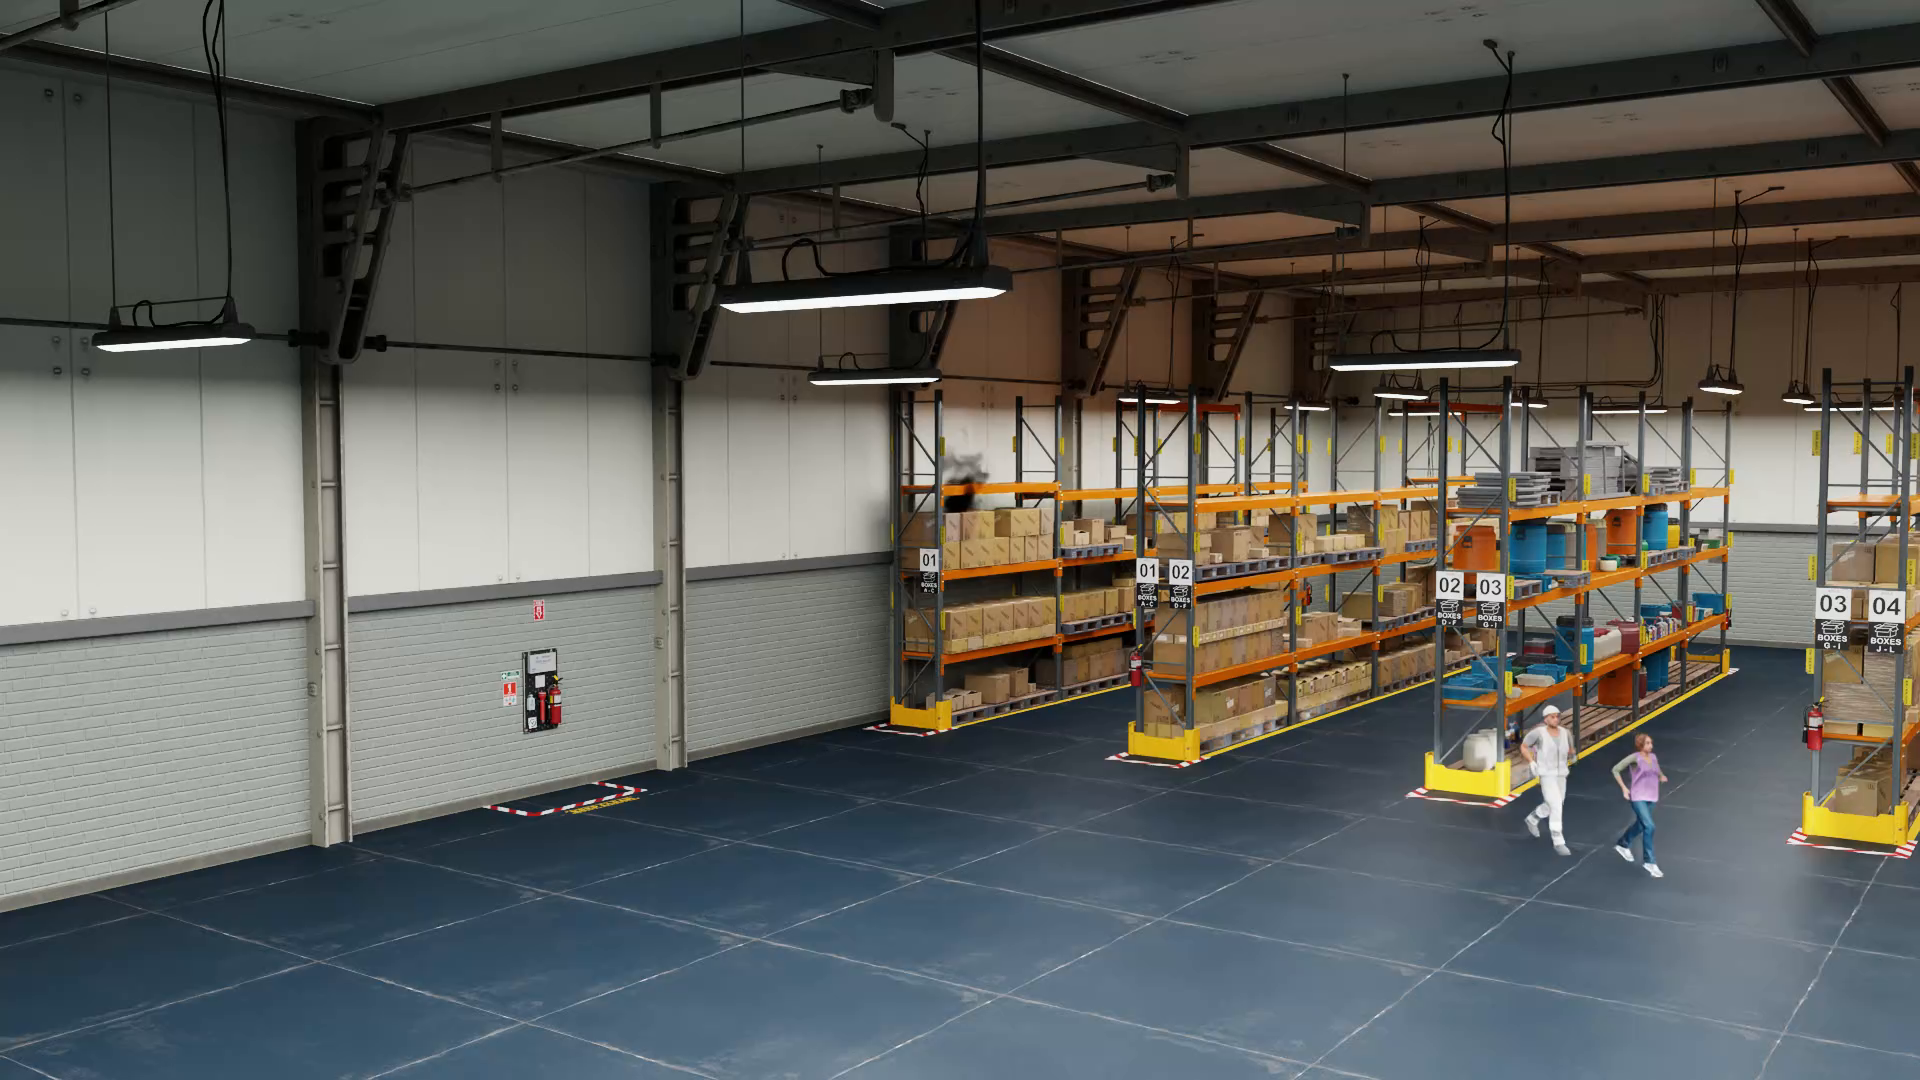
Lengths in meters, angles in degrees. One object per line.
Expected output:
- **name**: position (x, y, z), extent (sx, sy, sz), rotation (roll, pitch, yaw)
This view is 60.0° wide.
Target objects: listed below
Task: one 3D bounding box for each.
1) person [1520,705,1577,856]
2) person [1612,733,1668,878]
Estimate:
- **person**: position (7.352, 2.943, 20.674), extent (0.638, 1.796, 0.923), rotation (-1, 3, -15)
- **person**: position (8.025, 3.083, 19.595), extent (0.518, 1.627, 0.785), rotation (-2, 4, -26)
